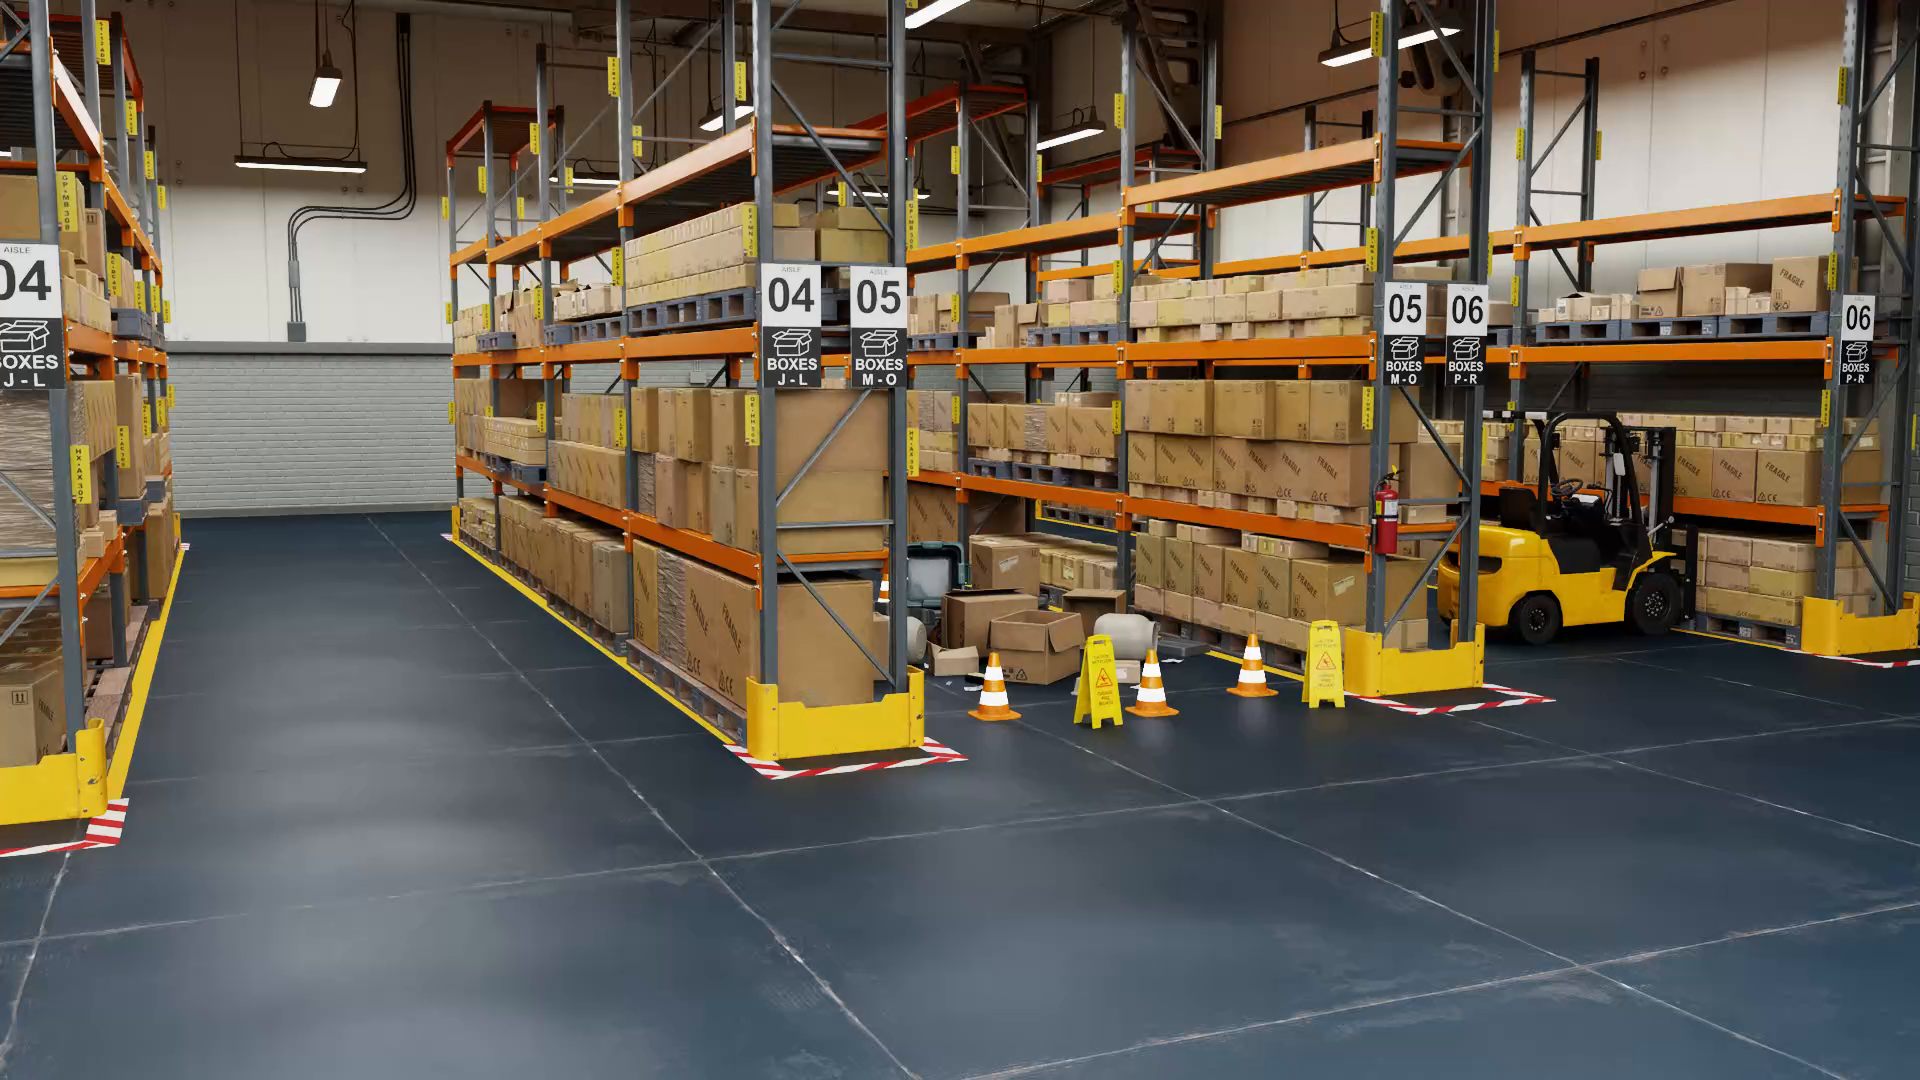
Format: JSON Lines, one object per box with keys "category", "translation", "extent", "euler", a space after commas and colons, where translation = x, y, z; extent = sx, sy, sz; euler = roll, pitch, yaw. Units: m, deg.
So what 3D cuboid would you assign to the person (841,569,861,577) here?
{"category": "person", "translation": [-1.297, -0.129, 18.514], "extent": [0.444, 1.595, 0.411], "euler": [-3, 6, -25]}
